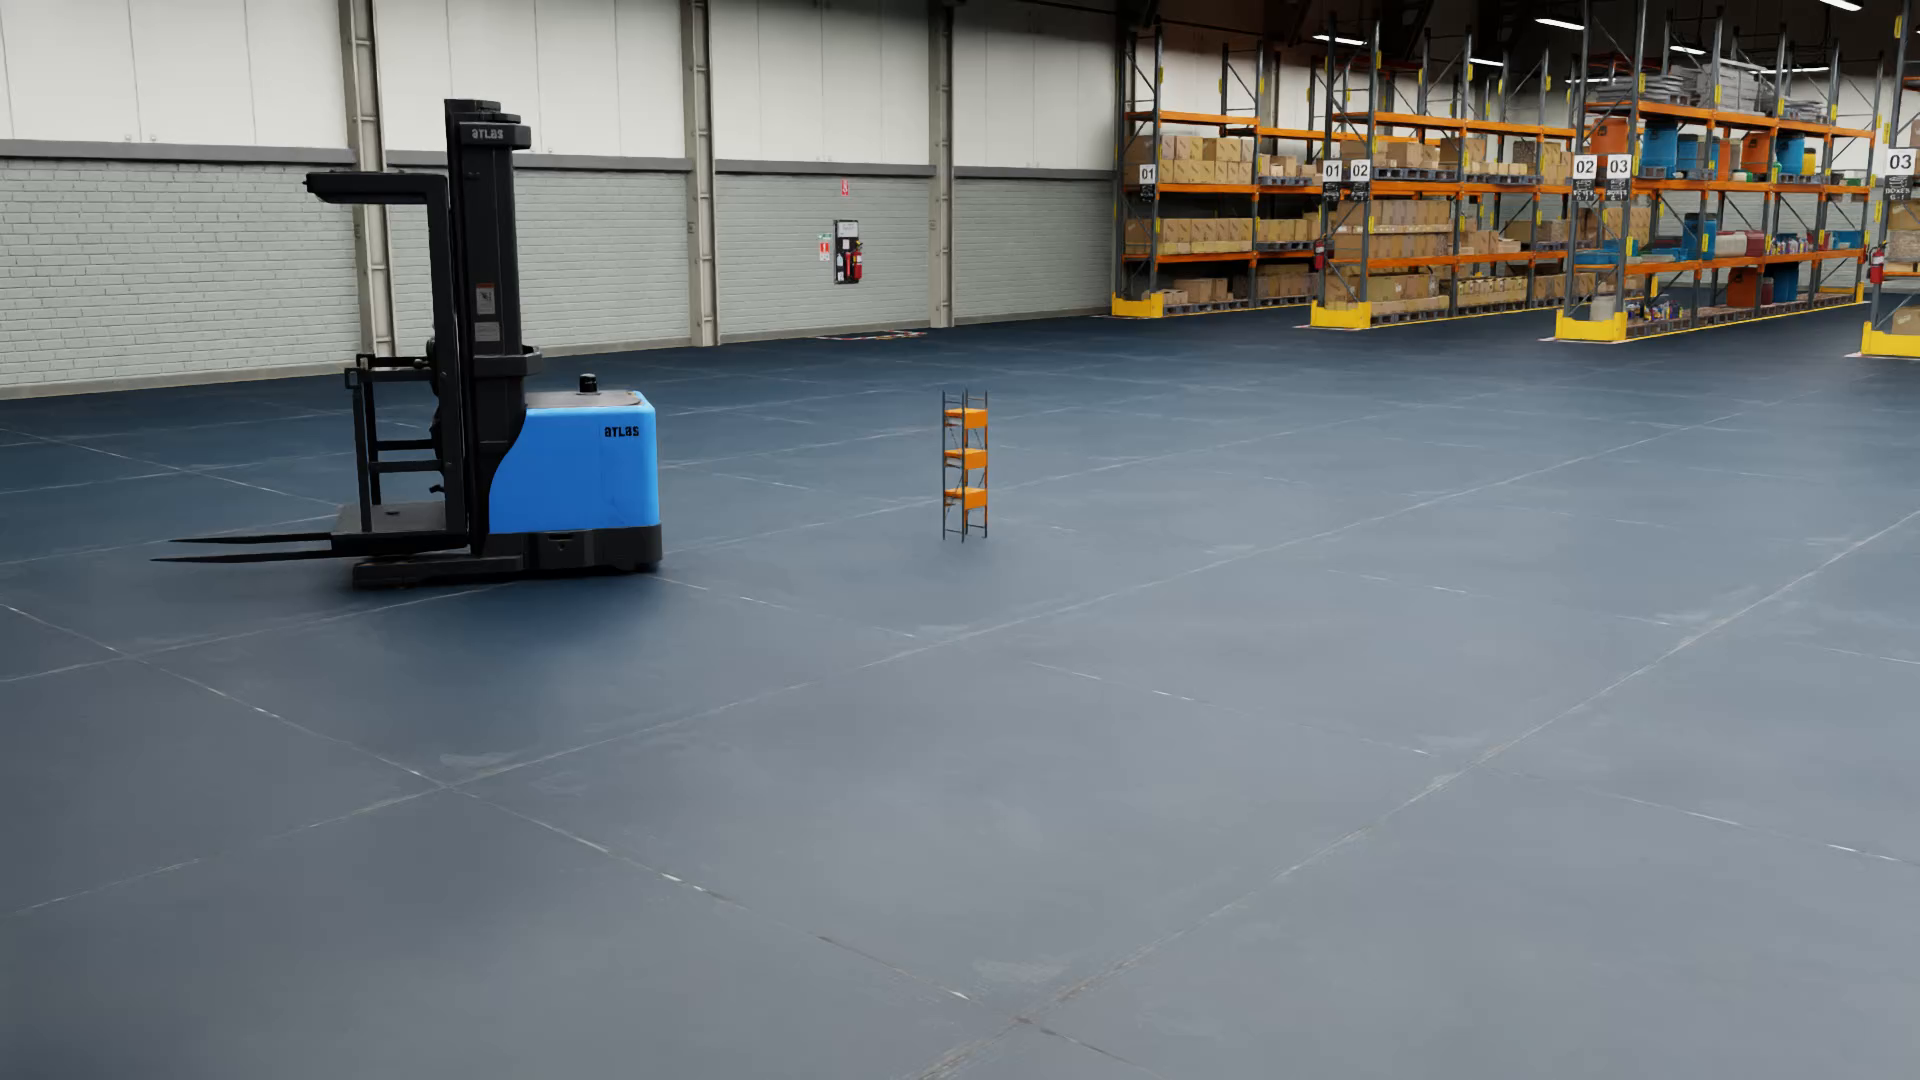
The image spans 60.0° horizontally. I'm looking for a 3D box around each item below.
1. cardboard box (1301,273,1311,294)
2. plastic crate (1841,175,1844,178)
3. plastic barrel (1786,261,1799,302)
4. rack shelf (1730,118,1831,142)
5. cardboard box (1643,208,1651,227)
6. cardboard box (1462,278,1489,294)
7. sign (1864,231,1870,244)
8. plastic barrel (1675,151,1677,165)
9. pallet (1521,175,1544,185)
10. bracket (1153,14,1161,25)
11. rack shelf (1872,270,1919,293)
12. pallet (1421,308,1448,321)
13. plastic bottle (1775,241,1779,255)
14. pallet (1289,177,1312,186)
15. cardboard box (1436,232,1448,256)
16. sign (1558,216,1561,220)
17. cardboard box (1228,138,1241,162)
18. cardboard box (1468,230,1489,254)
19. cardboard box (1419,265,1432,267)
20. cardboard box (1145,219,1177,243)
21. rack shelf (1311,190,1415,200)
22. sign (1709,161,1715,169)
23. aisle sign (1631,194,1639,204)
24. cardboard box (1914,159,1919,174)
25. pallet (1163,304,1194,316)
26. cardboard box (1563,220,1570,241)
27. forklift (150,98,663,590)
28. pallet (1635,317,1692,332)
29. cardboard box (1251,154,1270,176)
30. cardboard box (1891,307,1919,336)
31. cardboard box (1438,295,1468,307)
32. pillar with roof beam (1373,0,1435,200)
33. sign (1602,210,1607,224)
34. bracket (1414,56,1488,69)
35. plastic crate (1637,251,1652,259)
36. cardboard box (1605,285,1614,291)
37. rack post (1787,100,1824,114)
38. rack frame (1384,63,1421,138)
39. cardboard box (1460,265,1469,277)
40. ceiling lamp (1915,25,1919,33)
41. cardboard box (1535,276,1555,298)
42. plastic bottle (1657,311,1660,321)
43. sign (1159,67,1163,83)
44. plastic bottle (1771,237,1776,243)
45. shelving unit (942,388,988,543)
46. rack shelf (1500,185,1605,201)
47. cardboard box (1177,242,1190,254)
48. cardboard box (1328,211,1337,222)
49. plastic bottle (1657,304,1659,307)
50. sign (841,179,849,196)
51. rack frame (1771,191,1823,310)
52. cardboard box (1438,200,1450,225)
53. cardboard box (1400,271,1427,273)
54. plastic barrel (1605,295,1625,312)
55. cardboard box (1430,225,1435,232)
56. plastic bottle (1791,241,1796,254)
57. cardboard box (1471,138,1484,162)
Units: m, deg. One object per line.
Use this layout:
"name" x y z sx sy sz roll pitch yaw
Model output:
"cardboard box" 8.205 -6.318 40.945 0.700 0.500 0.500 10 15 40
"plastic crate" 21.328 -8.784 40.708 0.497 0.269 0.590 10 15 40
"plastic barrel" 18.779 -5.908 37.920 0.600 0.901 0.708 10 15 40
"rack shelf" 17.831 -8.908 36.194 1.077 0.370 4.000 10 15 40
"cardboard box" 17.653 -8.403 43.315 0.500 0.500 0.500 10 15 42
"cardboard box" 11.287 -5.584 36.525 0.500 0.311 0.500 9 14 38
"sign" 22.215 -7.409 40.732 0.100 0.325 0.005 10 15 40
"plastic barrel" 13.438 -7.326 31.717 0.421 0.512 0.421 0 11 0
"pallet" 12.411 -8.129 37.575 1.213 0.211 1.003 11 16 43
"bracket" 4.141 -11.262 35.930 0.235 0.232 0.430 10 15 40
"rack shelf" 16.270 -4.345 27.643 1.077 0.370 4.000 10 15 40
"pallet" 9.595 -4.794 35.176 1.003 0.211 1.213 10 15 40
"plastic bottle" 17.619 -6.301 35.900 0.061 0.283 0.133 10 15 40
"pallet" 7.598 -8.522 39.542 1.213 0.211 1.003 10 15 40
"cardboard box" 9.863 -6.256 35.121 0.700 0.500 0.500 9 15 39
"sign" 15.020 -7.944 41.615 0.100 0.325 0.005 10 15 40
"cardboard box" 5.945 -8.742 37.305 0.500 0.500 0.500 11 16 43
"cardboard box" 11.349 -6.584 36.764 0.500 0.500 0.500 10 15 40
"cardboard box" 12.643 -7.512 45.317 0.380 0.149 0.250 10 15 42
"cardboard box" 4.329 -6.660 35.815 0.500 0.500 0.500 10 15 40
"rack shelf" 10.389 -8.914 42.862 1.077 0.370 4.000 10 15 40
"sign" 14.276 -7.035 31.594 0.100 0.325 0.005 10 15 40
"aisle sign" 17.897 -9.362 44.287 0.394 0.787 0.004 10 15 40
"cardboard box" 15.077 -5.905 26.340 0.500 0.250 0.500 10 15 42
"pallet" 4.401 -5.083 36.624 1.003 0.211 1.213 10 15 40
"cardboard box" 14.313 -7.437 39.962 0.700 0.500 0.500 6 13 26
"forklift" -3.493 -1.243 10.453 3.031 2.935 1.130 -3 12 -16
"pallet" 13.395 -4.172 32.058 1.003 0.211 1.213 10 15 40
"cardboard box" 6.849 -8.709 38.672 0.500 0.500 0.500 -9 15 -39
"cardboard box" 15.375 -3.473 26.753 0.500 0.500 0.500 -9 14 -37
"cardboard box" 10.604 -5.158 35.827 0.500 0.250 0.500 9 15 39
"pillar with roof beam" 14.755 -10.690 42.260 9.100 9.000 0.548 10 15 40
"sign" 15.852 -7.947 40.885 0.100 0.325 0.005 10 15 40
"bracket" 13.763 -13.406 46.668 0.076 0.066 4.783 10 15 40
"plastic crate" 12.762 -5.365 31.456 0.450 0.188 0.662 10 15 40
"cardboard box" 16.436 -6.439 42.402 0.380 0.166 0.250 10 15 40
"rack post" 18.571 -9.594 36.965 0.937 0.300 0.954 9 15 39
"rack frame" 11.709 -11.032 43.971 1.000 3.000 0.127 10 15 40
"cardboard box" 13.962 -7.543 47.128 0.700 0.500 0.500 10 15 40
"ceiling lamp" 20.702 -12.129 34.560 0.800 3.185 2.000 10 15 40
"cardboard box" 13.649 -5.960 39.149 0.500 0.500 0.500 9 14 38
"plastic bottle" 13.018 -4.194 31.070 0.097 0.201 0.097 0 11 0
"sign" 4.195 -9.693 34.681 0.100 0.325 0.005 10 15 40
"plastic bottle" 18.648 -6.769 38.071 0.144 0.351 0.185 10 15 40
"shelving unit" 0.035 -0.523 11.648 0.215 1.050 0.252 10 15 40
"rack shelf" 14.112 -8.274 39.658 1.077 0.370 4.000 10 15 40
"cardboard box" 4.680 -6.370 36.277 0.500 0.250 0.500 9 15 39
"cardboard box" 9.581 -8.112 41.686 0.500 0.250 0.500 10 15 42
"plastic bottle" 13.227 -4.318 31.483 0.061 0.283 0.133 10 15 40
"sign" -2.101 -6.447 30.411 0.001 0.298 0.199 10 15 40
"rack frame" 19.151 -6.809 38.145 1.000 3.000 0.127 10 15 40
"cardboard box" 9.863 -6.892 34.994 0.700 0.500 0.500 10 15 41
"cardboard box" 9.610 -5.471 35.477 0.500 0.500 0.500 10 15 40
"plastic barrel" 11.937 -4.210 30.412 0.421 0.512 0.421 0 11 0
"cardboard box" 9.625 -6.459 34.480 0.380 0.149 0.250 10 15 40
"plastic bottle" 18.471 -6.501 36.918 0.152 0.276 0.135 10 15 40
"cardboard box" 10.947 -8.417 35.931 0.500 0.500 0.500 -10 15 -42
